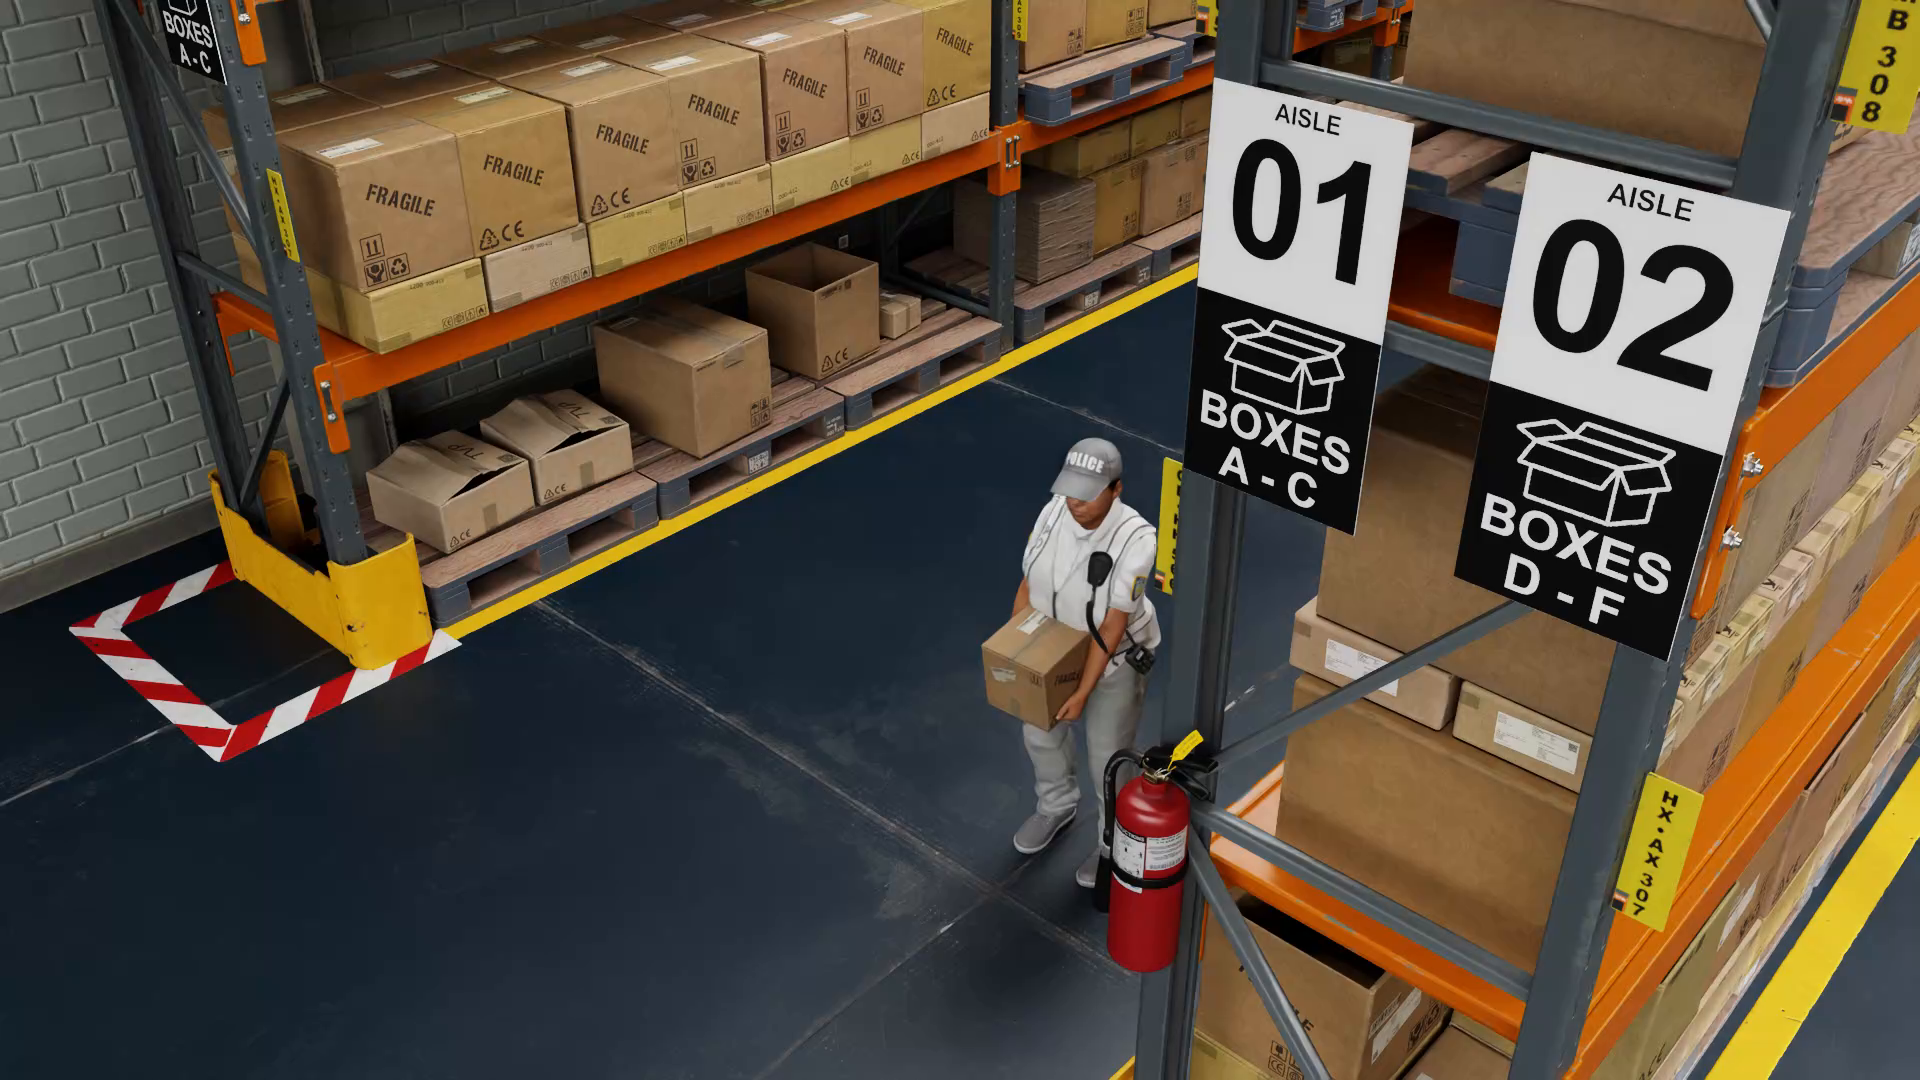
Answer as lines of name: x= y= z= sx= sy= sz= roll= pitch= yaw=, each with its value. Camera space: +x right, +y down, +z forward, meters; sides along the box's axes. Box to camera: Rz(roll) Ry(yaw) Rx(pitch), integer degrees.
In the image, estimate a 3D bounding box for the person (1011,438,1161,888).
person: x=0.386 y=0.415 z=5.470 sx=0.452 sy=1.660 sz=0.560 roll=24 pitch=39 yaw=33
